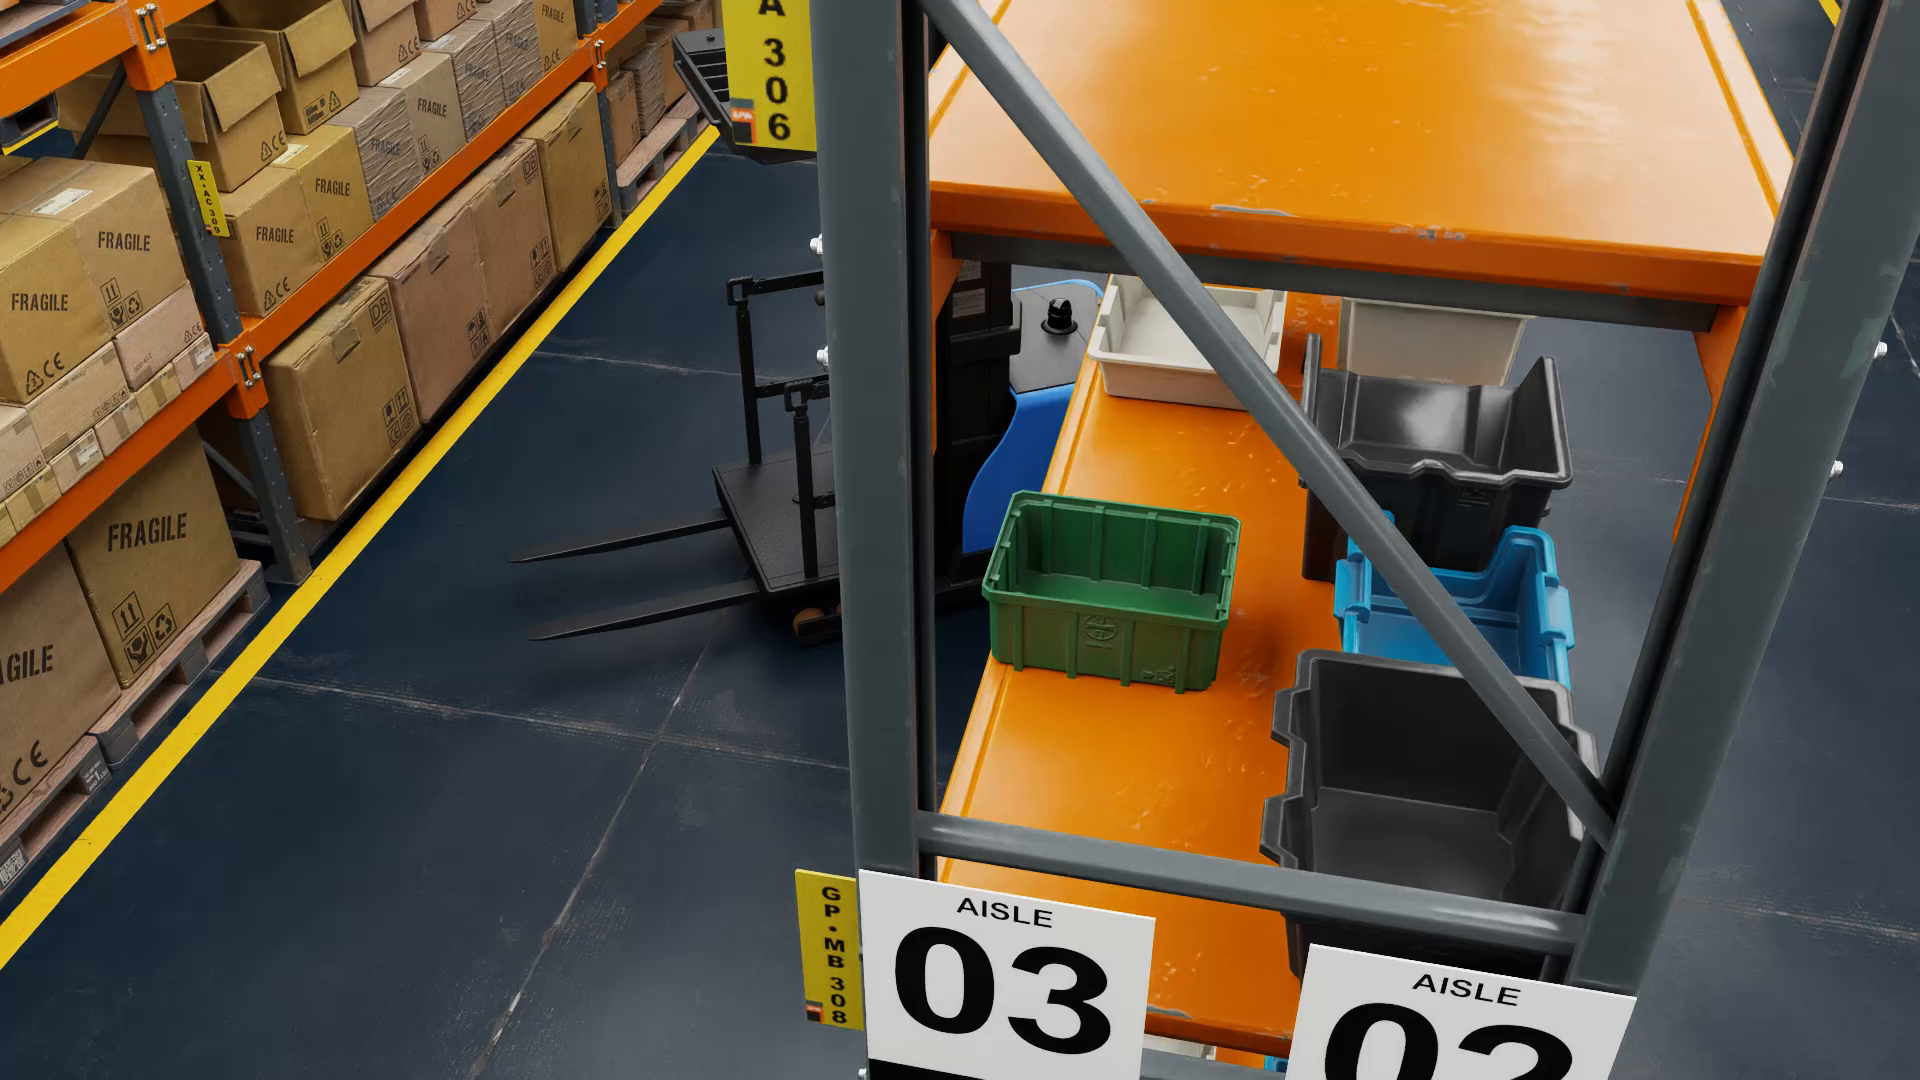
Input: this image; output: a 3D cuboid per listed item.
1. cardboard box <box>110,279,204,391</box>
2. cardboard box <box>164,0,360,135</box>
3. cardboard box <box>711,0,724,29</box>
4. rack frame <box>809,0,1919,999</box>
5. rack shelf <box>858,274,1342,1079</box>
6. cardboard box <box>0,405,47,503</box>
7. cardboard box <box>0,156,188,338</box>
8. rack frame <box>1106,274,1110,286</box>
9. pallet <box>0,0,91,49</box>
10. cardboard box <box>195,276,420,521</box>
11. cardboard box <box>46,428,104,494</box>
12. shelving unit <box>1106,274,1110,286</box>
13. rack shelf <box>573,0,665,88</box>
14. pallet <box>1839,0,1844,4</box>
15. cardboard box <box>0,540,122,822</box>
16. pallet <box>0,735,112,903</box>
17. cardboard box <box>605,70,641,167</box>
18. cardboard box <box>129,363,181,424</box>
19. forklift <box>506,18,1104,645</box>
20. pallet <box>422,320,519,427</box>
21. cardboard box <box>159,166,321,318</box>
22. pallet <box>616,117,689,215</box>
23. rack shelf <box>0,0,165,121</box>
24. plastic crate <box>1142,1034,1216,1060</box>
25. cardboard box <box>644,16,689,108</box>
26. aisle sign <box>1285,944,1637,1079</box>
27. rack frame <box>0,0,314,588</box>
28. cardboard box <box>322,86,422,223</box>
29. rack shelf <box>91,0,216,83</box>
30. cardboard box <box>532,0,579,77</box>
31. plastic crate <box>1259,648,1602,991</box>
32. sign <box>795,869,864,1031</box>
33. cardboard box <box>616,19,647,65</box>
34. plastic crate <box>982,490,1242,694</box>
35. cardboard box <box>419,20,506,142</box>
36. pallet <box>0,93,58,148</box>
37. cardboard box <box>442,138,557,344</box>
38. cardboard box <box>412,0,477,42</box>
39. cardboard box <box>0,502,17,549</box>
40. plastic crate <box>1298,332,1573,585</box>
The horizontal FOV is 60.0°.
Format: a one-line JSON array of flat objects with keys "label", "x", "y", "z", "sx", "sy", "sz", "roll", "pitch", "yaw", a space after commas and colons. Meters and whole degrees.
[{"label": "cardboard box", "x": -3.462, "y": -0.858, "z": 6.753, "sx": 0.500, "sy": 0.250, "sz": 0.500, "roll": 7, "pitch": 36, "yaw": 9}, {"label": "cardboard box", "x": -3.338, "y": -2.291, "z": 7.914, "sx": 0.797, "sy": 0.503, "sz": 0.637, "roll": 8, "pitch": 37, "yaw": 10}, {"label": "cardboard box", "x": -2.188, "y": -4.217, "z": 13.267, "sx": 0.700, "sy": 0.500, "sz": 0.500, "roll": 7, "pitch": 37, "yaw": 10}, {"label": "rack frame", "x": 0.360, "y": -0.600, "z": 1.409, "sx": 1.000, "sy": 3.000, "sz": 0.127, "roll": 7, "pitch": 37, "yaw": 10}, {"label": "rack shelf", "x": 0.787, "y": -0.241, "z": 4.083, "sx": 1.077, "sy": 0.370, "sz": 4.000, "roll": 7, "pitch": 37, "yaw": 10}, {"label": "cardboard box", "x": -3.679, "y": -0.269, "z": 5.939, "sx": 0.500, "sy": 0.250, "sz": 0.500, "roll": 8, "pitch": 37, "yaw": 11}, {"label": "cardboard box", "x": -3.461, "y": -1.151, "z": 6.517, "sx": 0.500, "sy": 0.500, "sz": 0.500, "roll": 8, "pitch": 37, "yaw": 11}, {"label": "rack frame", "x": 1.010, "y": -1.285, "z": 8.671, "sx": 0.500, "sy": 1.500, "sz": 0.032, "roll": 10, "pitch": 35, "yaw": 3}, {"label": "pallet", "x": -3.809, "y": -1.796, "z": 5.691, "sx": 1.003, "sy": 0.211, "sz": 1.213, "roll": 7, "pitch": 37, "yaw": 10}, {"label": "cardboard box", "x": -3.507, "y": -0.764, "z": 8.201, "sx": 1.225, "sy": 0.875, "sz": 0.875, "roll": 7, "pitch": 37, "yaw": 10}, {"label": "cardboard box", "x": -3.534, "y": -0.325, "z": 6.356, "sx": 0.380, "sy": 0.149, "sz": 0.250, "roll": 8, "pitch": 37, "yaw": 11}, {"label": "shelving unit", "x": 0.938, "y": -0.995, "z": 8.249, "sx": 0.587, "sy": 1.500, "sz": 1.083, "roll": 10, "pitch": 35, "yaw": 3}, {"label": "rack shelf", "x": -2.343, "y": -4.233, "z": 12.148, "sx": 1.077, "sy": 0.370, "sz": 4.000, "roll": 7, "pitch": 37, "yaw": 10}, {"label": "pallet", "x": 8.494, "y": -5.148, "z": 15.173, "sx": 1.003, "sy": 0.211, "sz": 1.213, "roll": 7, "pitch": 37, "yaw": 10}, {"label": "cardboard box", "x": -4.035, "y": 0.490, "z": 6.471, "sx": 0.875, "sy": 0.875, "sz": 0.875, "roll": 7, "pitch": 37, "yaw": 10}, {"label": "pallet", "x": -4.121, "y": 1.172, "z": 6.453, "sx": 1.003, "sy": 0.211, "sz": 1.213, "roll": 7, "pitch": 37, "yaw": 10}, {"label": "cardboard box", "x": -2.646, "y": -2.931, "z": 11.493, "sx": 0.700, "sy": 0.500, "sz": 0.500, "roll": 5, "pitch": 36, "yaw": 8}, {"label": "cardboard box", "x": -3.424, "y": -0.619, "z": 6.762, "sx": 0.380, "sy": 0.149, "sz": 0.250, "roll": 8, "pitch": 37, "yaw": 11}, {"label": "forklift", "x": -0.585, "y": -1.061, "z": 7.216, "sx": 3.031, "sy": 2.935, "sz": 1.130, "roll": -12, "pitch": 38, "yaw": -16}, {"label": "pallet", "x": -3.274, "y": -1.109, "z": 9.600, "sx": 1.003, "sy": 0.211, "sz": 1.213, "roll": 7, "pitch": 37, "yaw": 10}, {"label": "cardboard box", "x": -3.282, "y": -1.358, "z": 7.482, "sx": 0.500, "sy": 0.500, "sz": 0.500, "roll": 7, "pitch": 37, "yaw": 10}, {"label": "pallet", "x": -2.601, "y": -2.697, "z": 11.791, "sx": 1.003, "sy": 0.211, "sz": 1.213, "roll": 7, "pitch": 37, "yaw": 10}, {"label": "rack shelf", "x": -4.051, "y": -0.861, "z": 4.939, "sx": 1.077, "sy": 0.370, "sz": 4.000, "roll": 7, "pitch": 37, "yaw": 10}, {"label": "plastic crate", "x": 0.434, "y": 1.257, "z": 4.133, "sx": 0.396, "sy": 0.136, "sz": 0.243, "roll": 7, "pitch": 37, "yaw": 10}, {"label": "cardboard box", "x": -2.426, "y": -3.576, "z": 12.383, "sx": 0.700, "sy": 0.500, "sz": 0.500, "roll": 10, "pitch": 37, "yaw": 14}, {"label": "aisle sign", "x": 0.635, "y": 0.855, "z": 2.299, "sx": 0.394, "sy": 0.787, "sz": 0.004, "roll": 7, "pitch": 37, "yaw": 10}, {"label": "rack frame", "x": -3.624, "y": -1.085, "z": 7.191, "sx": 1.000, "sy": 3.000, "sz": 0.127, "roll": 7, "pitch": 37, "yaw": 10}, {"label": "cardboard box", "x": -3.068, "y": -1.933, "z": 8.276, "sx": 0.500, "sy": 0.500, "sz": 0.500, "roll": 7, "pitch": 36, "yaw": 9}, {"label": "rack shelf", "x": -3.197, "y": -3.155, "z": 8.104, "sx": 1.077, "sy": 0.370, "sz": 4.000, "roll": 7, "pitch": 37, "yaw": 10}, {"label": "cardboard box", "x": -2.633, "y": -3.104, "z": 9.892, "sx": 0.500, "sy": 0.500, "sz": 0.500, "roll": 8, "pitch": 37, "yaw": 11}, {"label": "plastic crate", "x": 0.715, "y": 0.482, "z": 2.584, "sx": 0.497, "sy": 0.269, "sz": 0.590, "roll": 7, "pitch": 37, "yaw": 10}, {"label": "sign", "x": -0.181, "y": 0.597, "z": 2.403, "sx": 0.100, "sy": 0.325, "sz": 0.005, "roll": 7, "pitch": 37, "yaw": 10}, {"label": "cardboard box", "x": -2.553, "y": -3.541, "z": 11.696, "sx": 0.500, "sy": 0.250, "sz": 0.500, "roll": 11, "pitch": 37, "yaw": 15}, {"label": "plastic crate", "x": 0.292, "y": 0.099, "z": 3.181, "sx": 0.450, "sy": 0.188, "sz": 0.336, "roll": 7, "pitch": 37, "yaw": 10}, {"label": "cardboard box", "x": -2.853, "y": -2.521, "z": 9.087, "sx": 0.500, "sy": 0.500, "sz": 0.500, "roll": 6, "pitch": 36, "yaw": 8}, {"label": "pallet", "x": -7.352, "y": -3.371, "z": 12.721, "sx": 1.003, "sy": 0.211, "sz": 1.213, "roll": 7, "pitch": 37, "yaw": 10}, {"label": "cardboard box", "x": -3.135, "y": -1.785, "z": 9.609, "sx": 1.225, "sy": 0.875, "sz": 0.875, "roll": 7, "pitch": 37, "yaw": 10}, {"label": "cardboard box", "x": -3.084, "y": -3.034, "z": 8.940, "sx": 0.797, "sy": 0.503, "sz": 0.637, "roll": 8, "pitch": 37, "yaw": 11}, {"label": "cardboard box", "x": -3.643, "y": -0.030, "z": 5.950, "sx": 0.380, "sy": 0.149, "sz": 0.250, "roll": 7, "pitch": 36, "yaw": 9}, {"label": "plastic crate", "x": 0.955, "y": -0.202, "z": 3.469, "sx": 0.504, "sy": 0.338, "sz": 0.767, "roll": 7, "pitch": 37, "yaw": 10}]
